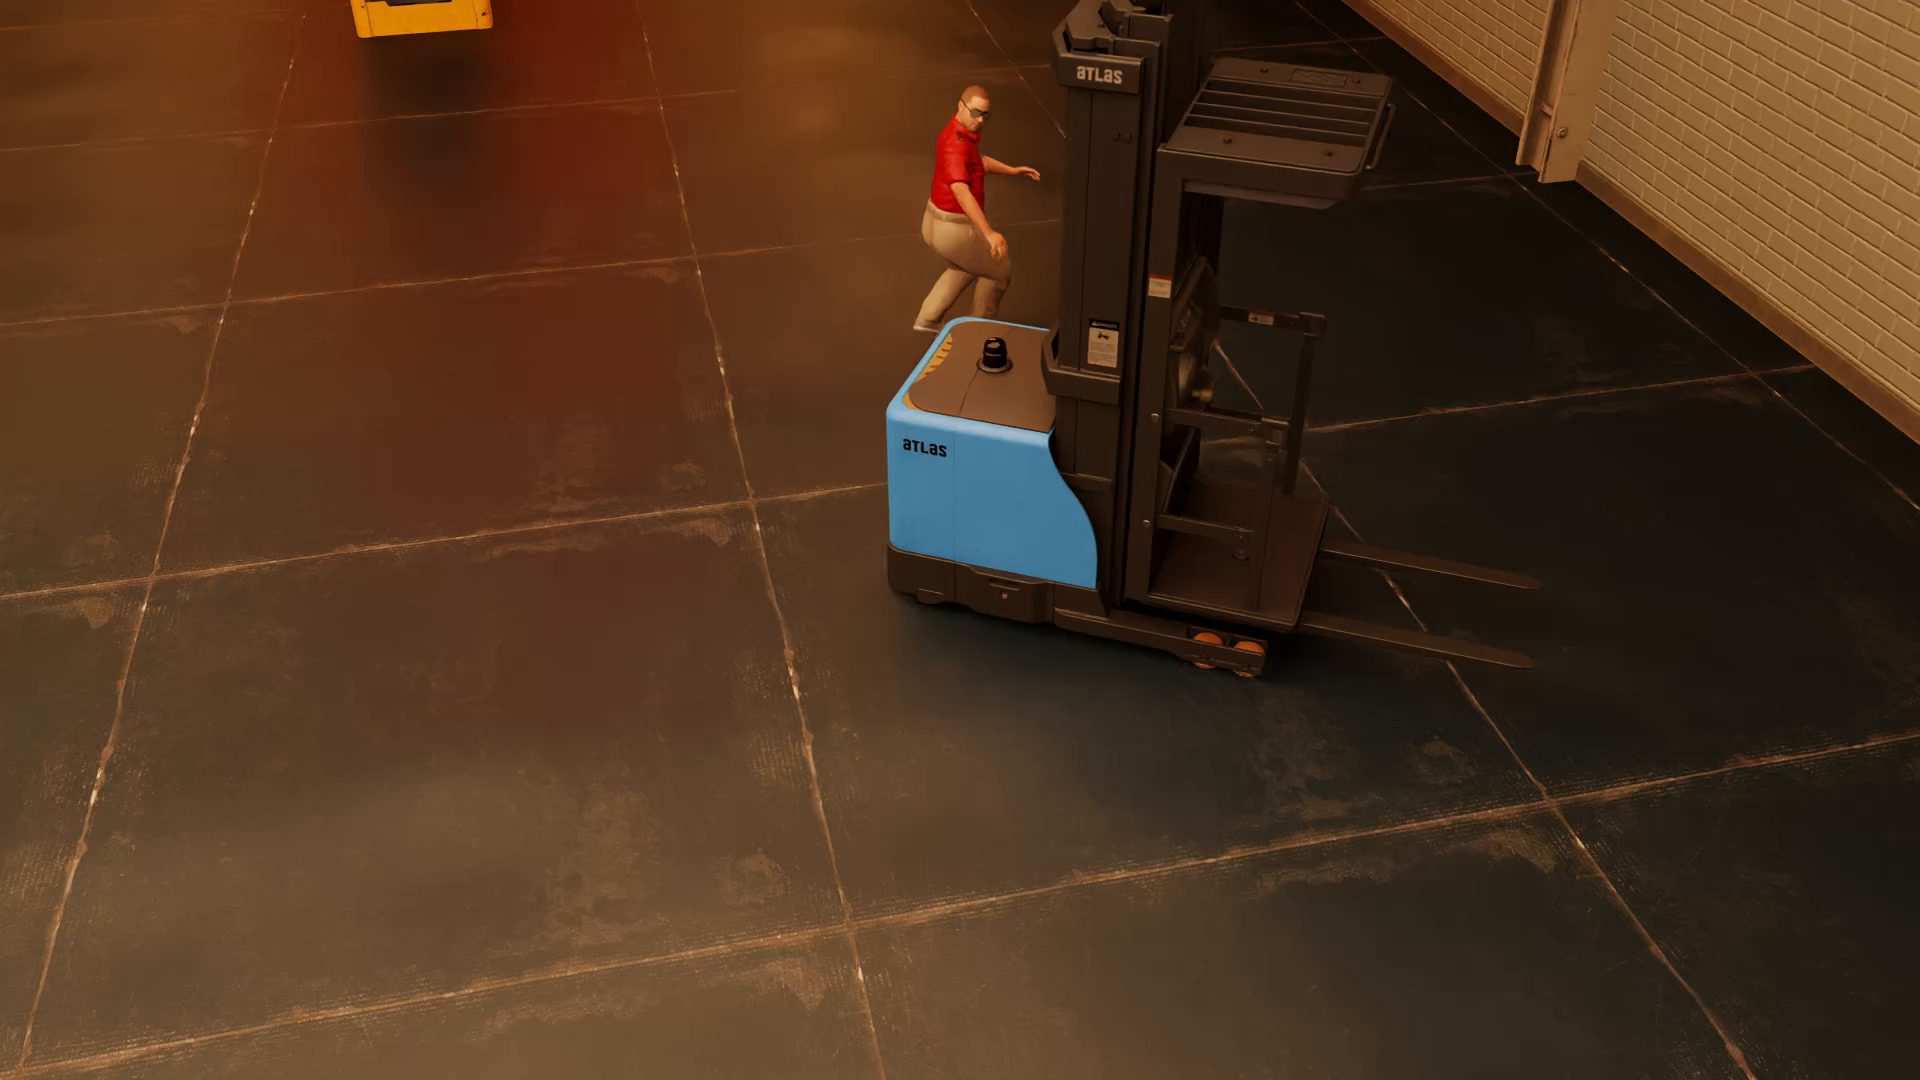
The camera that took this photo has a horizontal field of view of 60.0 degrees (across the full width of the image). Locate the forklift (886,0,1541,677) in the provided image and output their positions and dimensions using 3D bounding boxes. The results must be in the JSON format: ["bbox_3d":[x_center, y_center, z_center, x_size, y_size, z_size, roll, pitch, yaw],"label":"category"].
[{"bbox_3d":[1.221,-0.907,7.310,3.031,2.935,1.130,11,37,15],"label":"forklift"}]

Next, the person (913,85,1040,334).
[{"bbox_3d":[0.143,-1.862,9.788,0.852,1.604,0.886,-13,38,-17],"label":"person"}]
